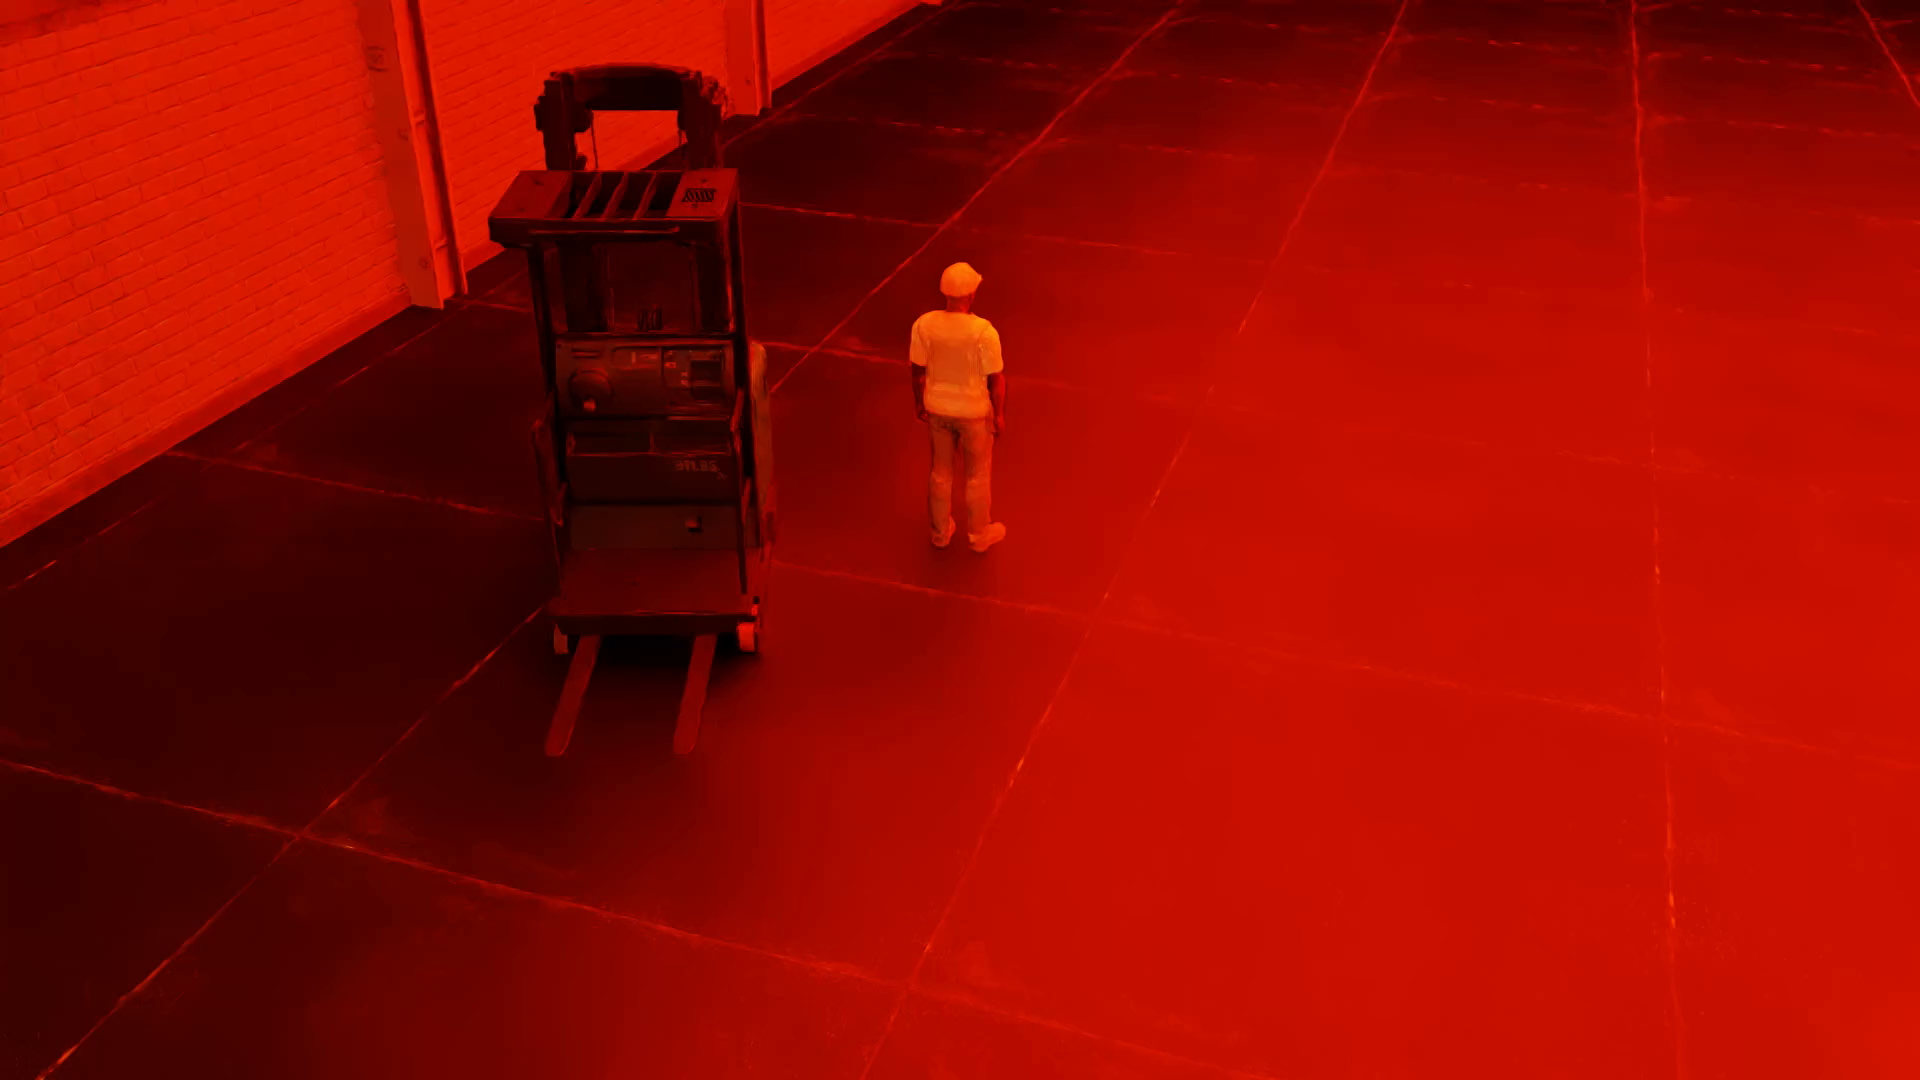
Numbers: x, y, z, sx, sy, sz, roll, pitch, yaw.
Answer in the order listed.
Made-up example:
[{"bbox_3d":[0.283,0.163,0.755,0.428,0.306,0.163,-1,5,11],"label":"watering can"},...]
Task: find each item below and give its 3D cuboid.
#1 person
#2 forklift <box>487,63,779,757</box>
[{"bbox_3d":[0.003,-0.774,9.669,0.559,1.771,0.367,10,31,16],"label":"person"},{"bbox_3d":[-1.650,-0.812,8.561,1.130,2.935,3.031,-1,30,-1],"label":"forklift"}]
